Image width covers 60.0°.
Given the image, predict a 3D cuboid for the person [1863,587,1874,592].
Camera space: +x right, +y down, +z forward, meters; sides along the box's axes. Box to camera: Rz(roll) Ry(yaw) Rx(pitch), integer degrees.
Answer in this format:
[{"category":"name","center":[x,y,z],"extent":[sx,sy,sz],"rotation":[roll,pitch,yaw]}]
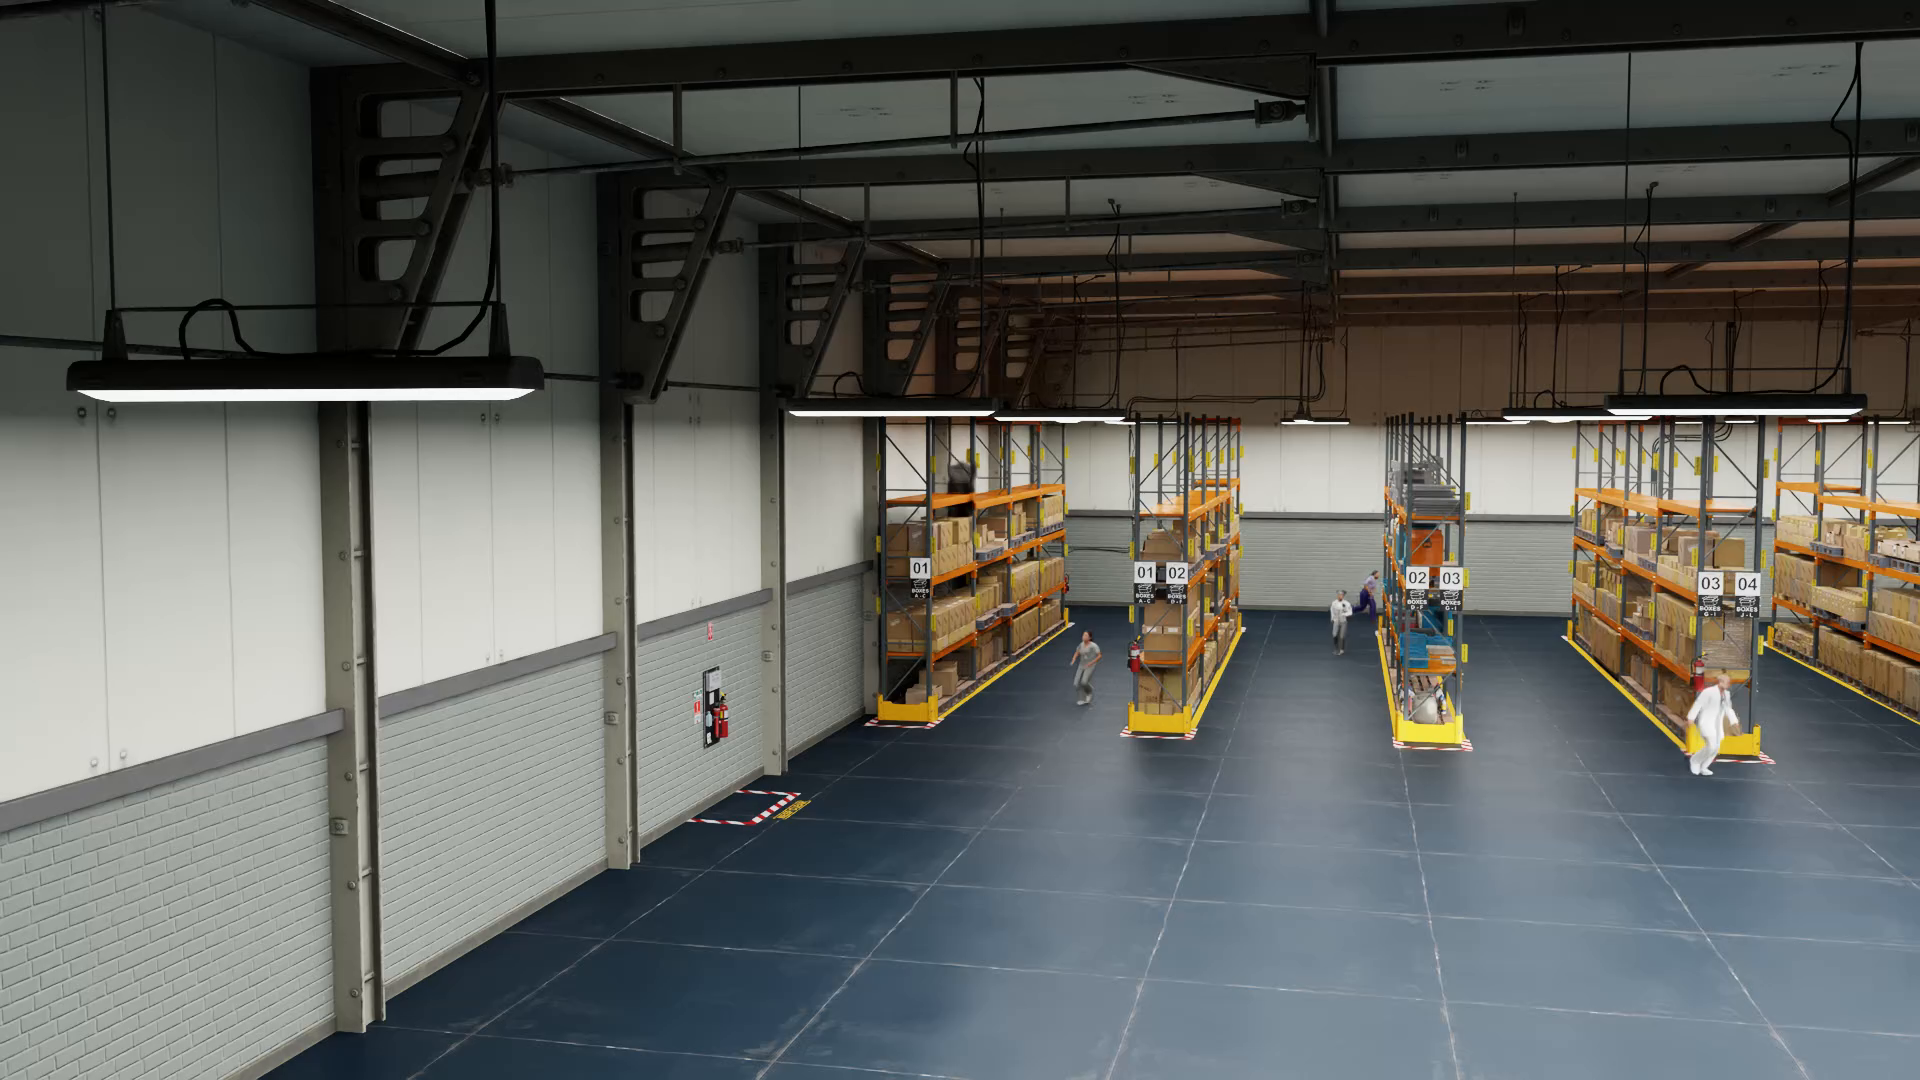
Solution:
[{"category":"person","center":[24.273,1.892,44.466],"extent":[0.843,1.676,0.651],"rotation":[0,4,-1]}]

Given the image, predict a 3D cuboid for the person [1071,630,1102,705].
[{"category":"person","center":[2.606,2.643,34.224],"extent":[0.637,1.568,0.541],"rotation":[3,5,33]}]

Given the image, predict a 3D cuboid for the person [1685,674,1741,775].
[{"category":"person","center":[12.314,3.022,27.210],"extent":[0.684,1.702,0.701],"rotation":[-2,4,-23]}]

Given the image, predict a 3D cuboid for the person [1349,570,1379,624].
[{"category":"person","center":[11.830,1.672,48.740],"extent":[0.954,1.600,0.630],"rotation":[2,4,22]}]

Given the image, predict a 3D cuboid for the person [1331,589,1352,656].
[{"category":"person","center":[9.521,2.064,41.603],"extent":[0.581,1.673,0.643],"rotation":[2,4,23]}]
